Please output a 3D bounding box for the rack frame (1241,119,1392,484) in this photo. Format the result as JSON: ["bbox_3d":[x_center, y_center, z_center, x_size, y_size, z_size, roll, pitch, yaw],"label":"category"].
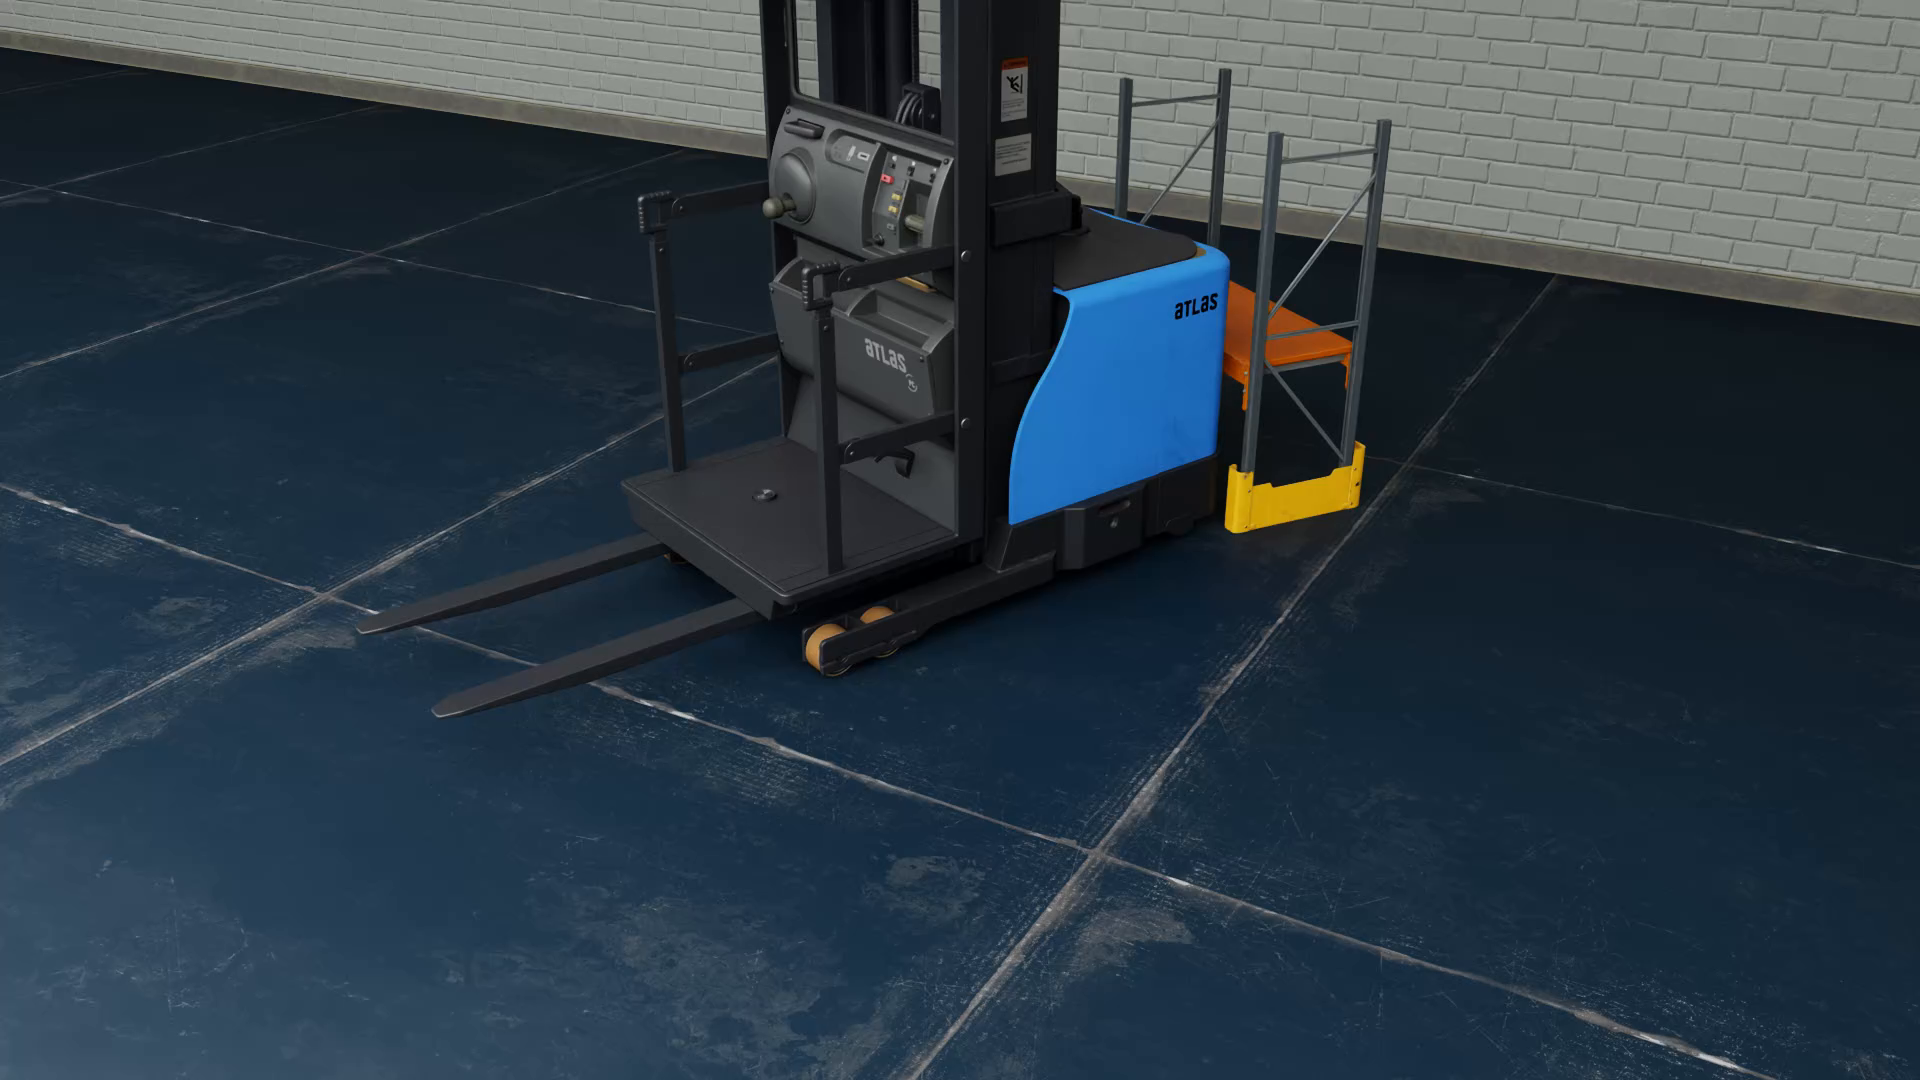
[{"bbox_3d":[1.287,-0.764,6.102,0.500,1.500,0.032,-12,29,-22],"label":"rack frame"}]

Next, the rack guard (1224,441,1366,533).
[{"bbox_3d":[1.287,-0.206,6.382,0.587,0.250,0.087,-12,29,-22],"label":"rack guard"}]

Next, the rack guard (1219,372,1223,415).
[{"bbox_3d":[0.866,-0.610,7.190,0.587,0.250,0.087,-12,29,-22],"label":"rack guard"}]

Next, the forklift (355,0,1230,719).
[{"bbox_3d":[-0.497,-1.138,5.249,3.031,2.935,1.130,-19,32,-33],"label":"forklift"}]

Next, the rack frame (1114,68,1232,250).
[{"bbox_3d":[0.858,-1.177,6.926,0.500,1.500,0.032,-12,29,-22],"label":"rack frame"}]

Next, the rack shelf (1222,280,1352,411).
[{"bbox_3d":[1.073,-0.810,6.594,0.538,0.185,1.000,-12,29,-22],"label":"rack shelf"}]

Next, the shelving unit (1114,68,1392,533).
[{"bbox_3d":[1.077,-0.967,6.506,0.587,1.500,1.083,-12,29,-22],"label":"shelving unit"}]
